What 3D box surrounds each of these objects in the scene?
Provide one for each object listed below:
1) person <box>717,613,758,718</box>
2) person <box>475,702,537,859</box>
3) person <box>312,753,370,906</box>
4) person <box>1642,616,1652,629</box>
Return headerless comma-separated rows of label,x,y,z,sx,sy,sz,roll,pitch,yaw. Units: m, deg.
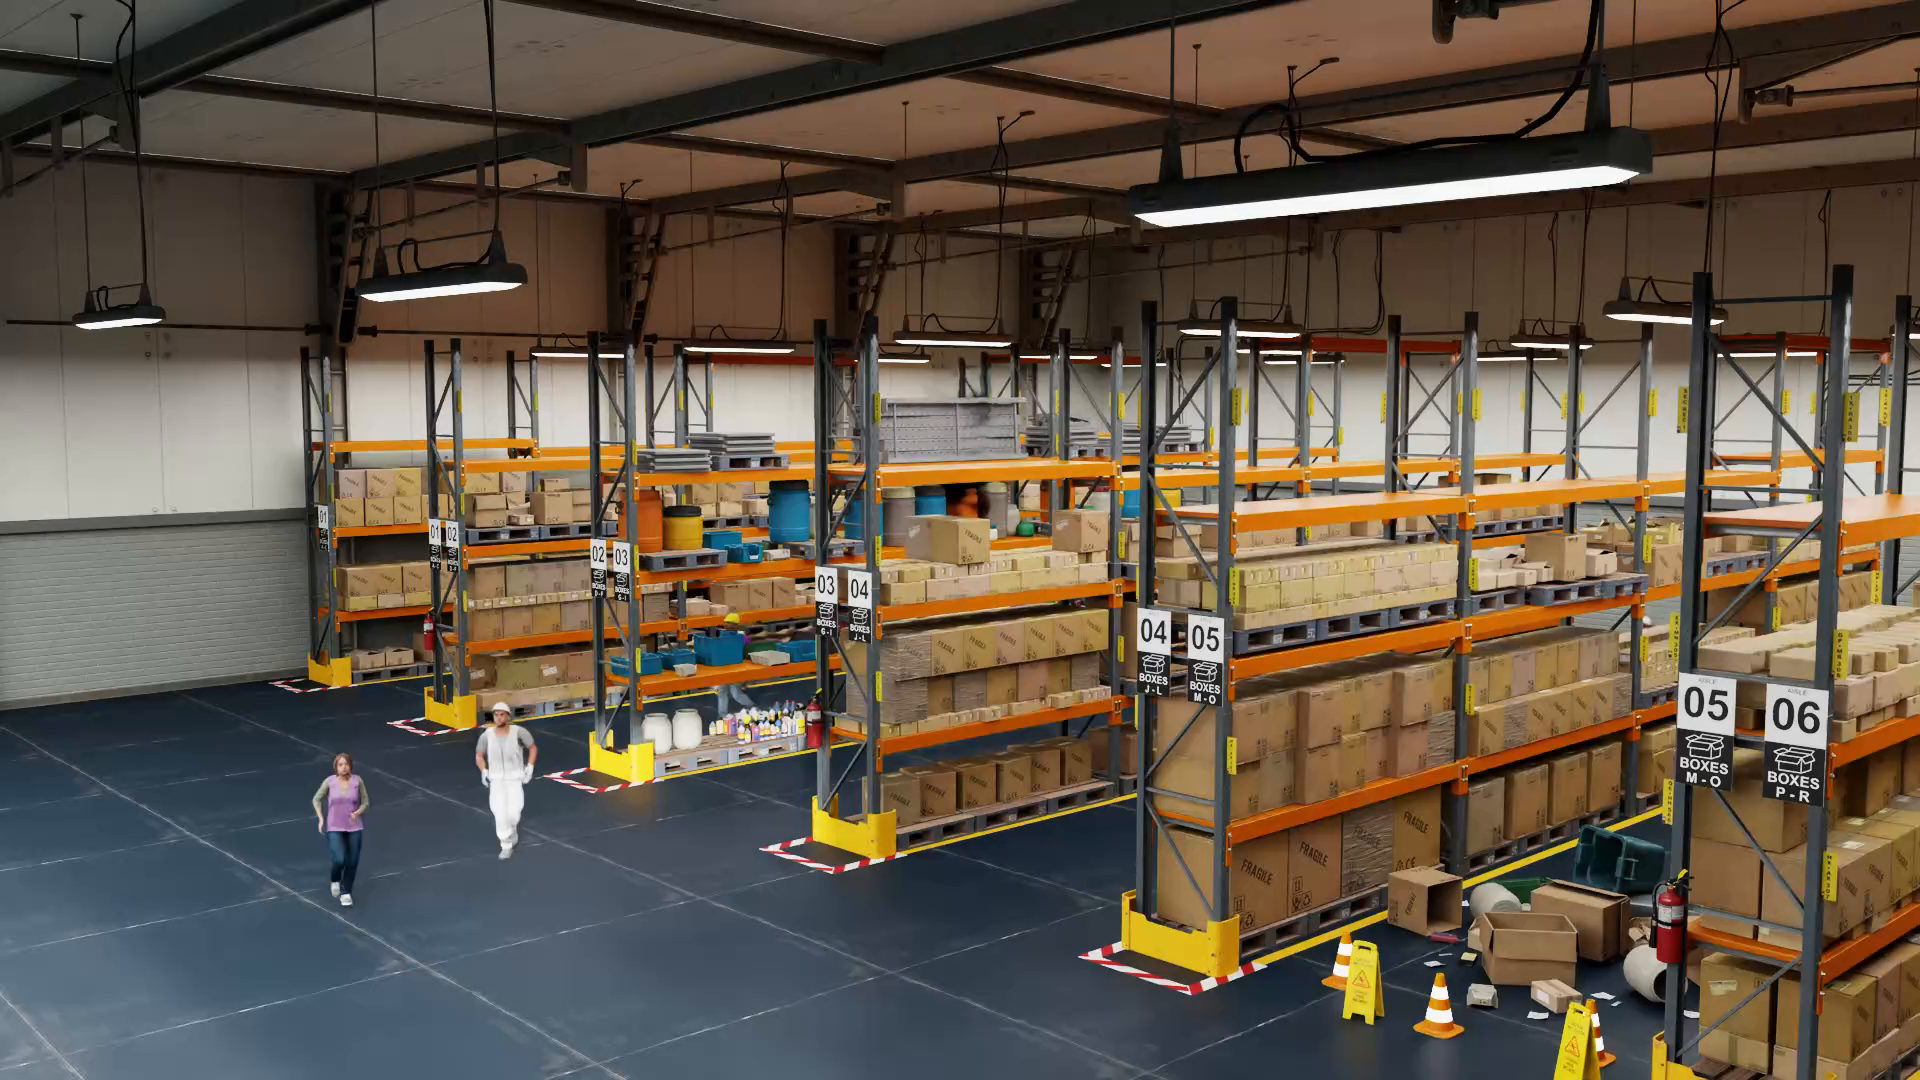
person,-3.516,2.004,25.727,0.716,1.755,0.872,4,7,40
person,-5.057,2.672,18.502,0.663,1.745,0.544,-1,5,-8
person,-6.178,2.918,16.666,0.522,1.559,0.549,-3,6,-27
person,10.477,2.055,25.367,0.937,1.811,0.709,-4,6,-37
